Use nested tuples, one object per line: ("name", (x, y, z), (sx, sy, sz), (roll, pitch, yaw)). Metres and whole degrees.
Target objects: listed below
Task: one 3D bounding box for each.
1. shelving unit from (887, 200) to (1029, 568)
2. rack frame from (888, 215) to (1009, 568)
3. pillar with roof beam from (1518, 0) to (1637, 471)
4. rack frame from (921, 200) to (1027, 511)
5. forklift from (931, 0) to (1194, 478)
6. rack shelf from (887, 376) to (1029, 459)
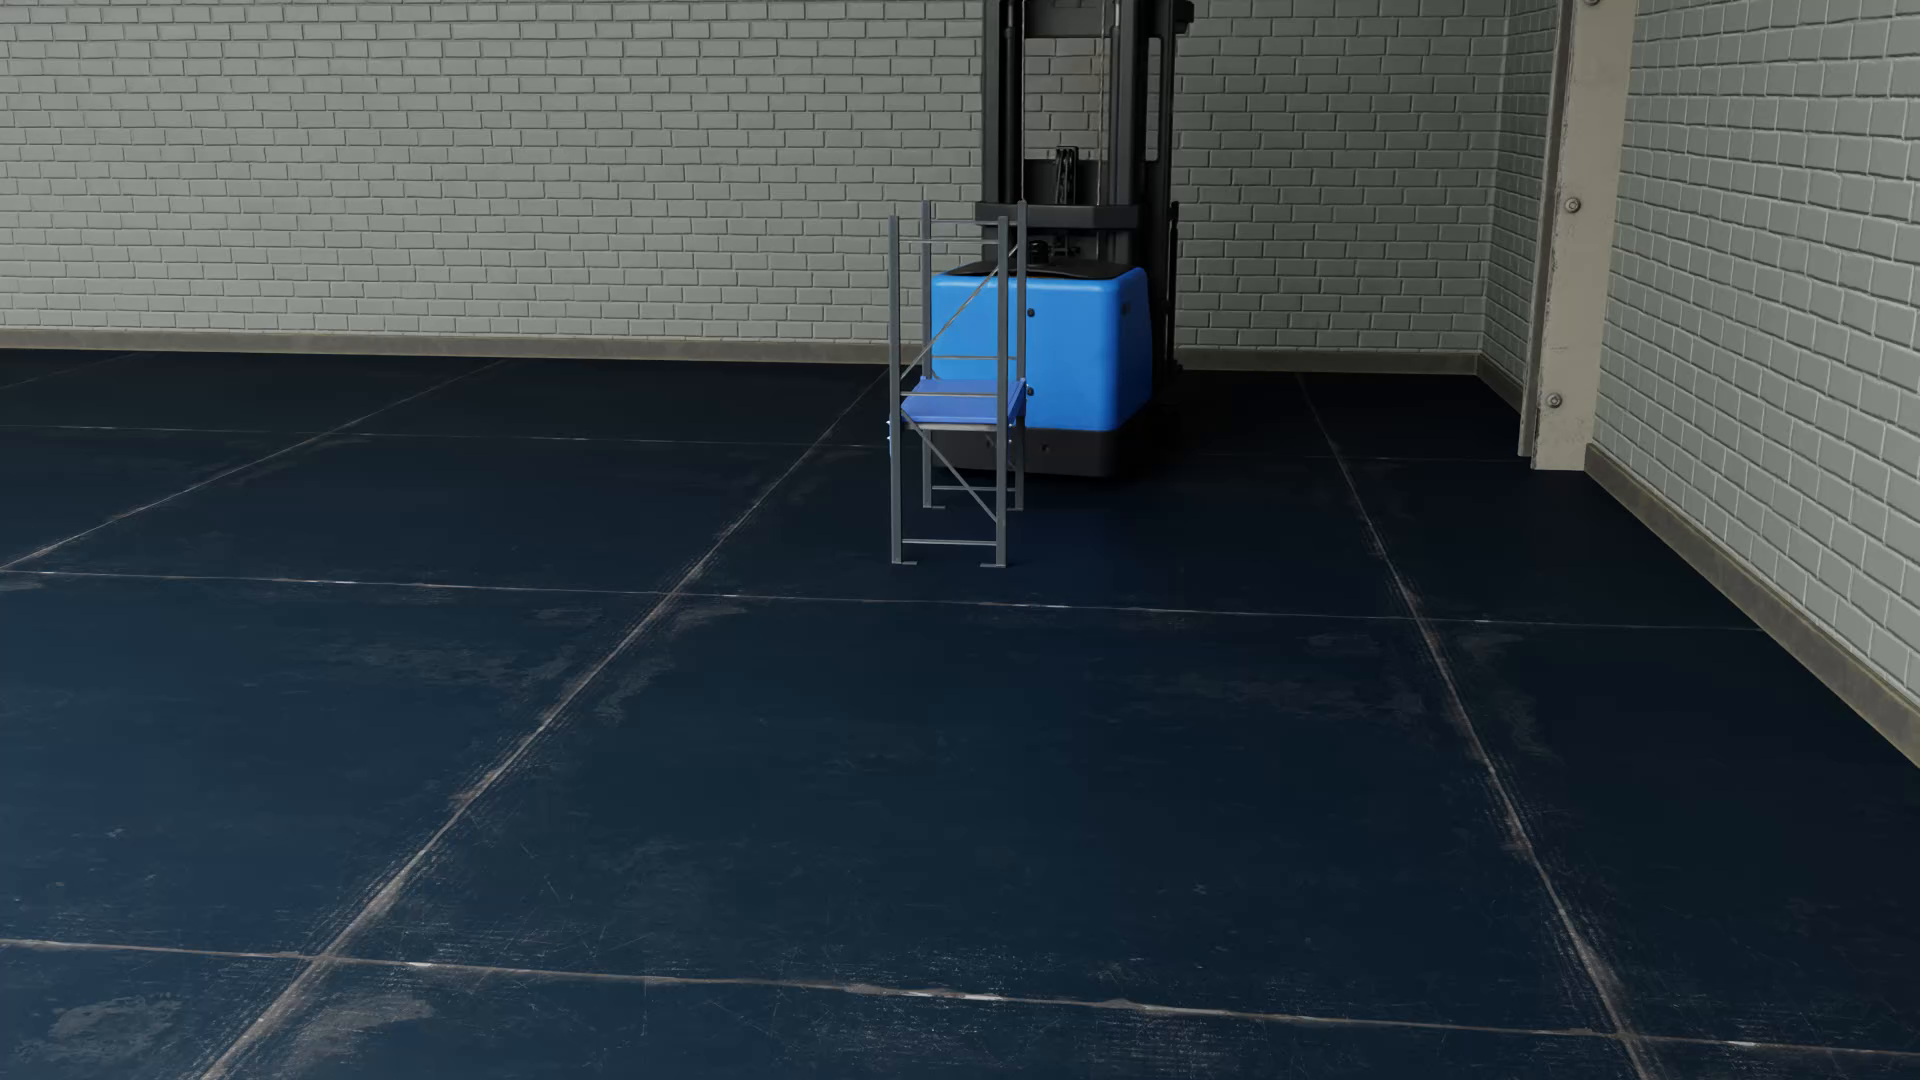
("shelving unit", (0.010, -0.746, 7.548), (0.538, 1.500, 1.048), (2, 15, 6))
("rack frame", (-0.048, -0.614, 7.061), (0.500, 1.500, 0.032), (2, 15, 6))
("pillar with roof beam", (-0.971, -4.905, 8.562), (9.100, 9.000, 0.400), (2, 15, 6))
("rack frame", (0.067, -0.878, 8.036), (0.500, 1.500, 0.032), (2, 15, 6))
("forklift", (0.729, -2.079, 9.736), (1.130, 2.935, 3.031), (4, 16, 16))
("rack shelf", (0.010, -0.572, 7.595), (0.538, 0.185, 1.000), (2, 15, 6))
